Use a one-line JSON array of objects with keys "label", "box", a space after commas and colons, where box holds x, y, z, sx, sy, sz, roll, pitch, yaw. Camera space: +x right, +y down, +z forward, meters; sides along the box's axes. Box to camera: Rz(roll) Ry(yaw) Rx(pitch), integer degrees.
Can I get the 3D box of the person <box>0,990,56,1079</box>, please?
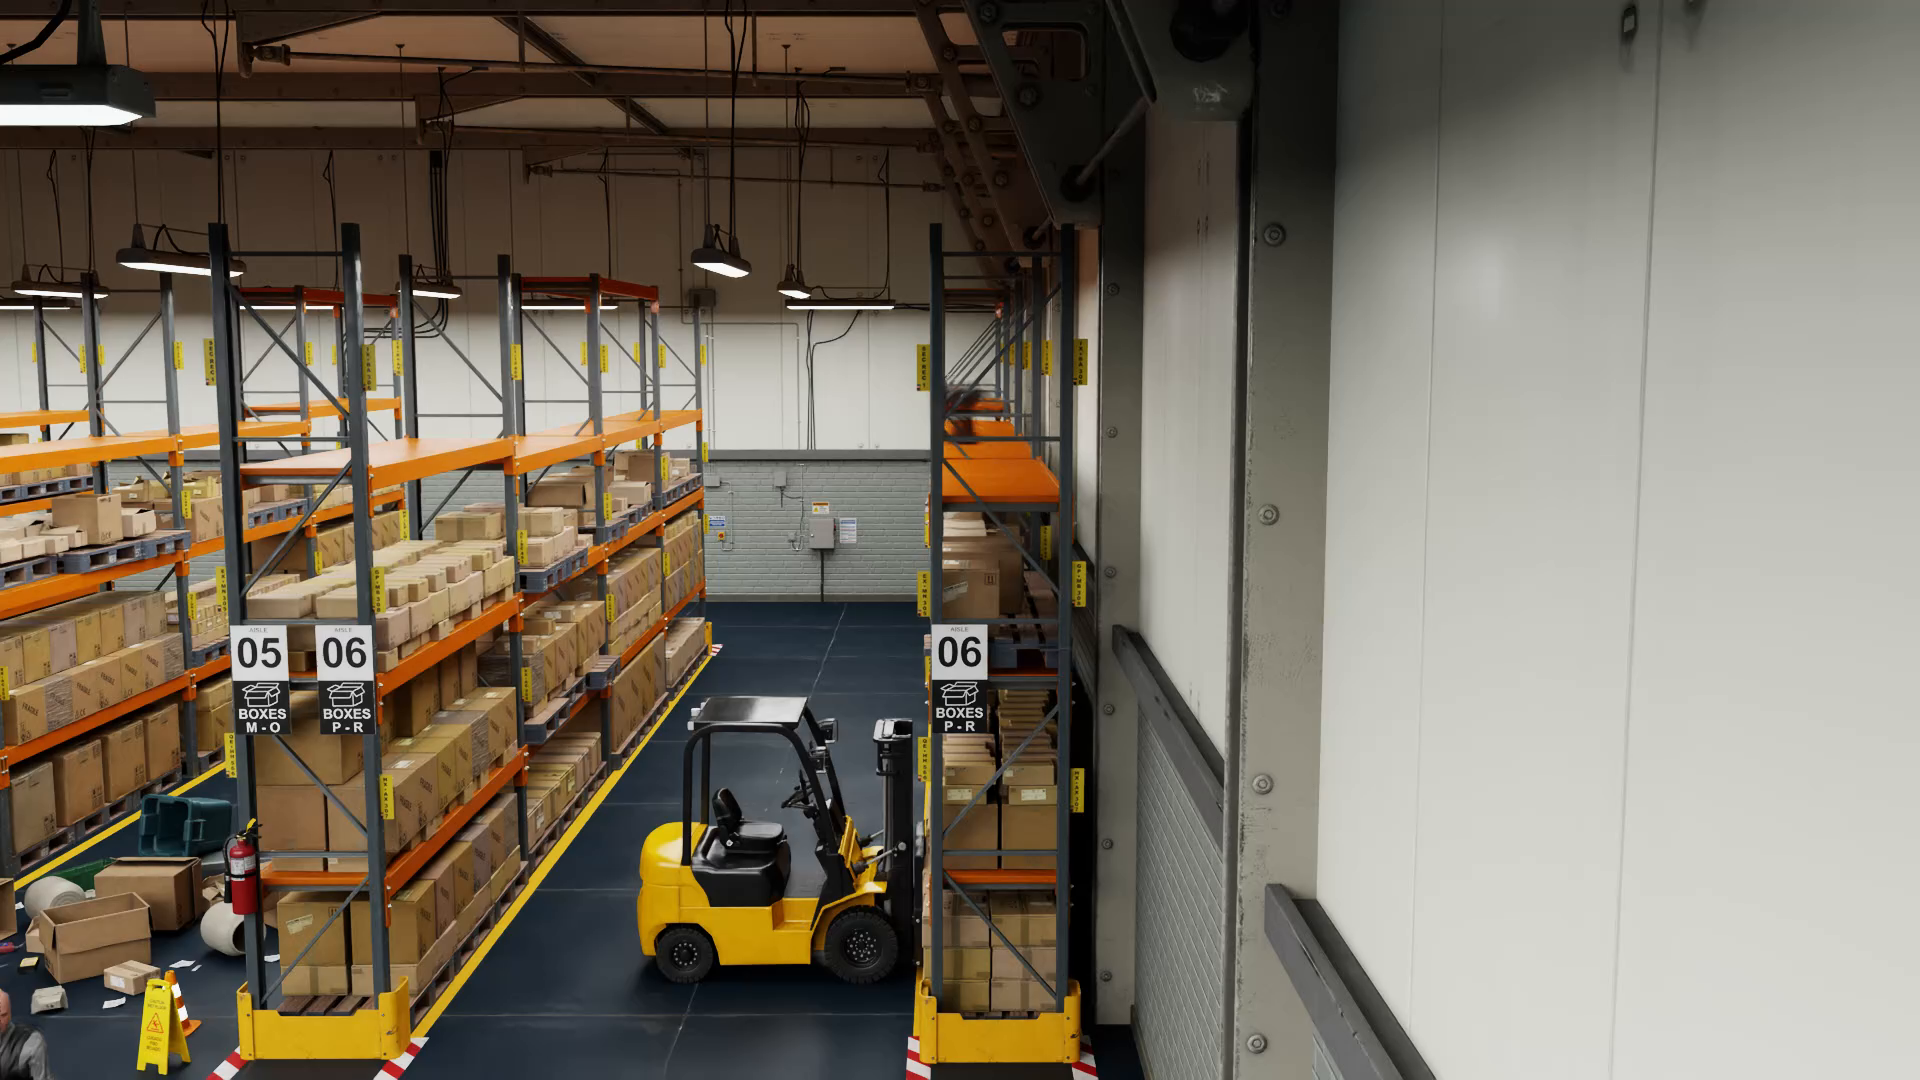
[{"label": "person", "box": [-5.350, 3.264, 9.272, 0.692, 1.682, 0.542, -1, 7, -5]}]
